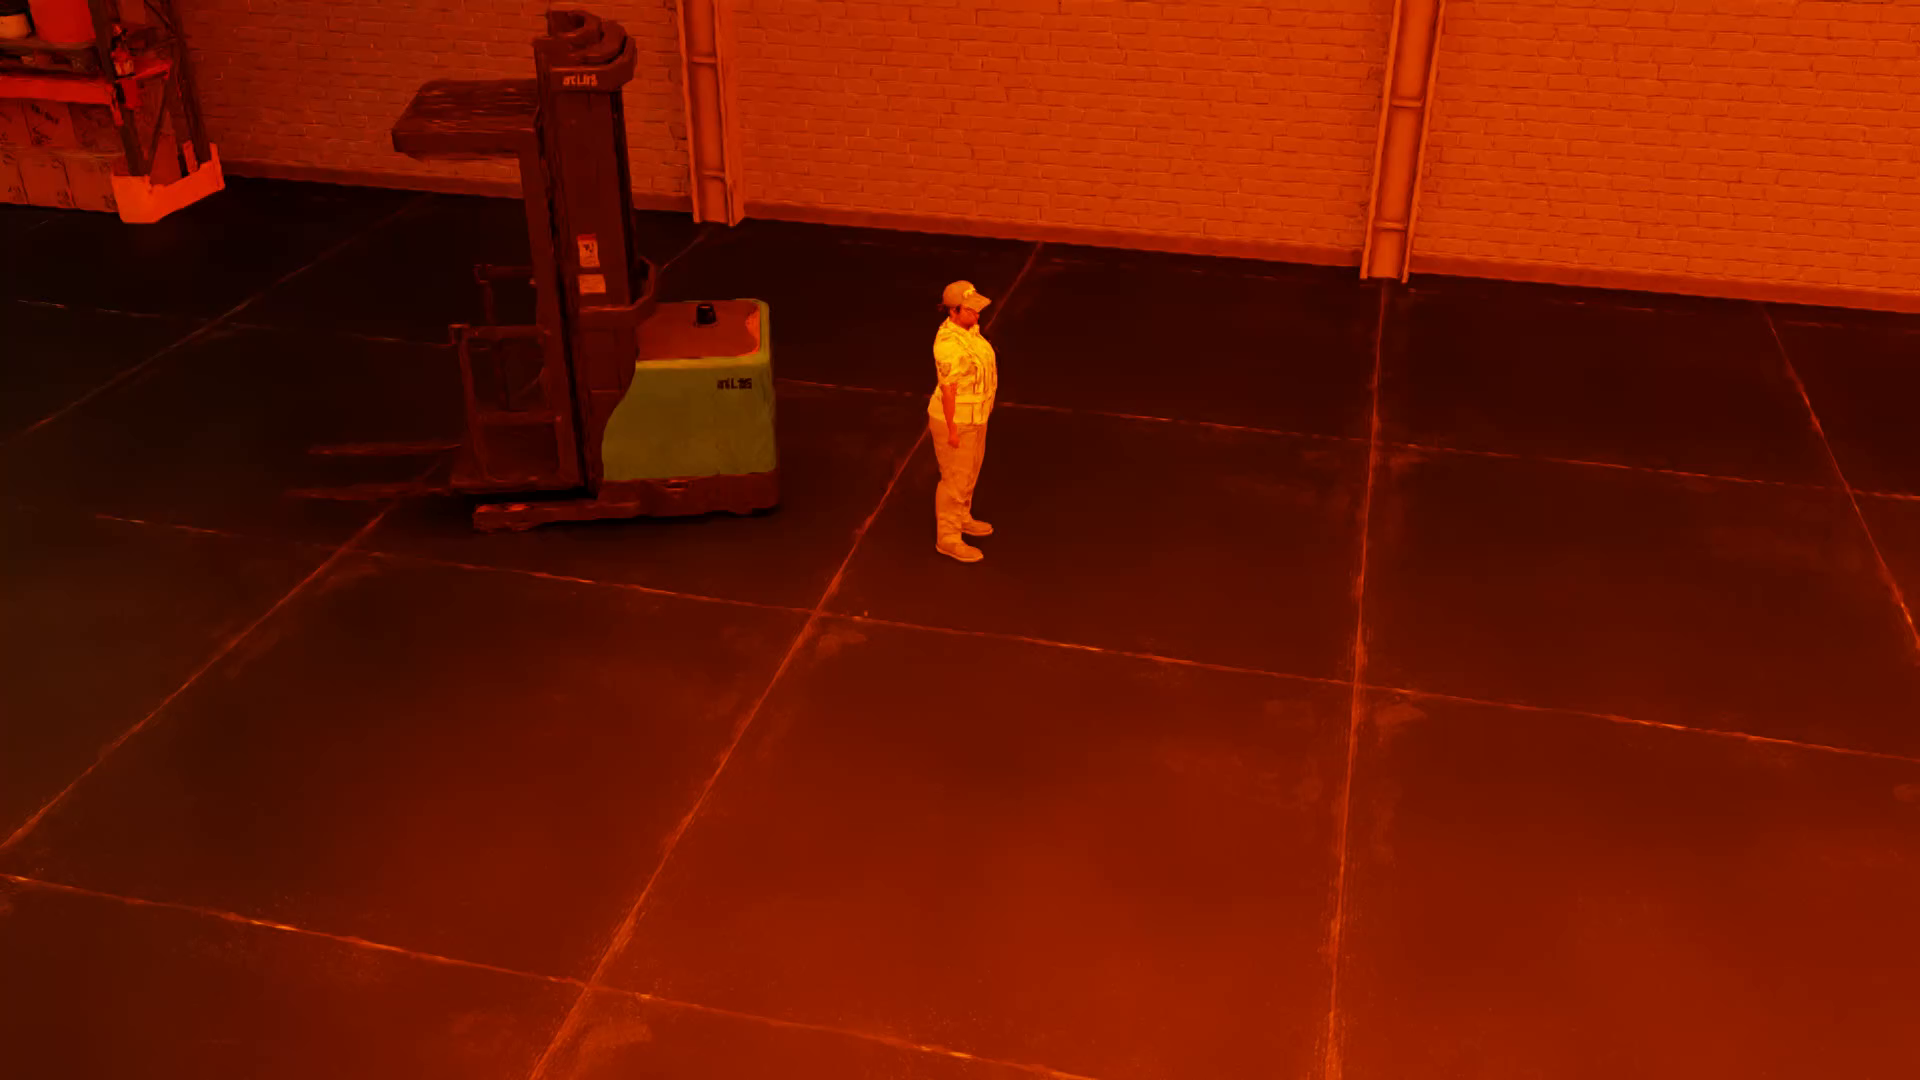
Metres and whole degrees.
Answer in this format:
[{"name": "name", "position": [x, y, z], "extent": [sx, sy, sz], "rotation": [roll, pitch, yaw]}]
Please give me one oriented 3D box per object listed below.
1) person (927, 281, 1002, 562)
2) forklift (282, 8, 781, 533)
[{"name": "person", "position": [0.015, -0.717, 9.725], "extent": [0.390, 1.669, 0.482], "rotation": [7, 30, 12]}, {"name": "forklift", "position": [-2.675, -1.593, 9.981], "extent": [3.031, 2.935, 1.130], "rotation": [-3, 30, -5]}]
